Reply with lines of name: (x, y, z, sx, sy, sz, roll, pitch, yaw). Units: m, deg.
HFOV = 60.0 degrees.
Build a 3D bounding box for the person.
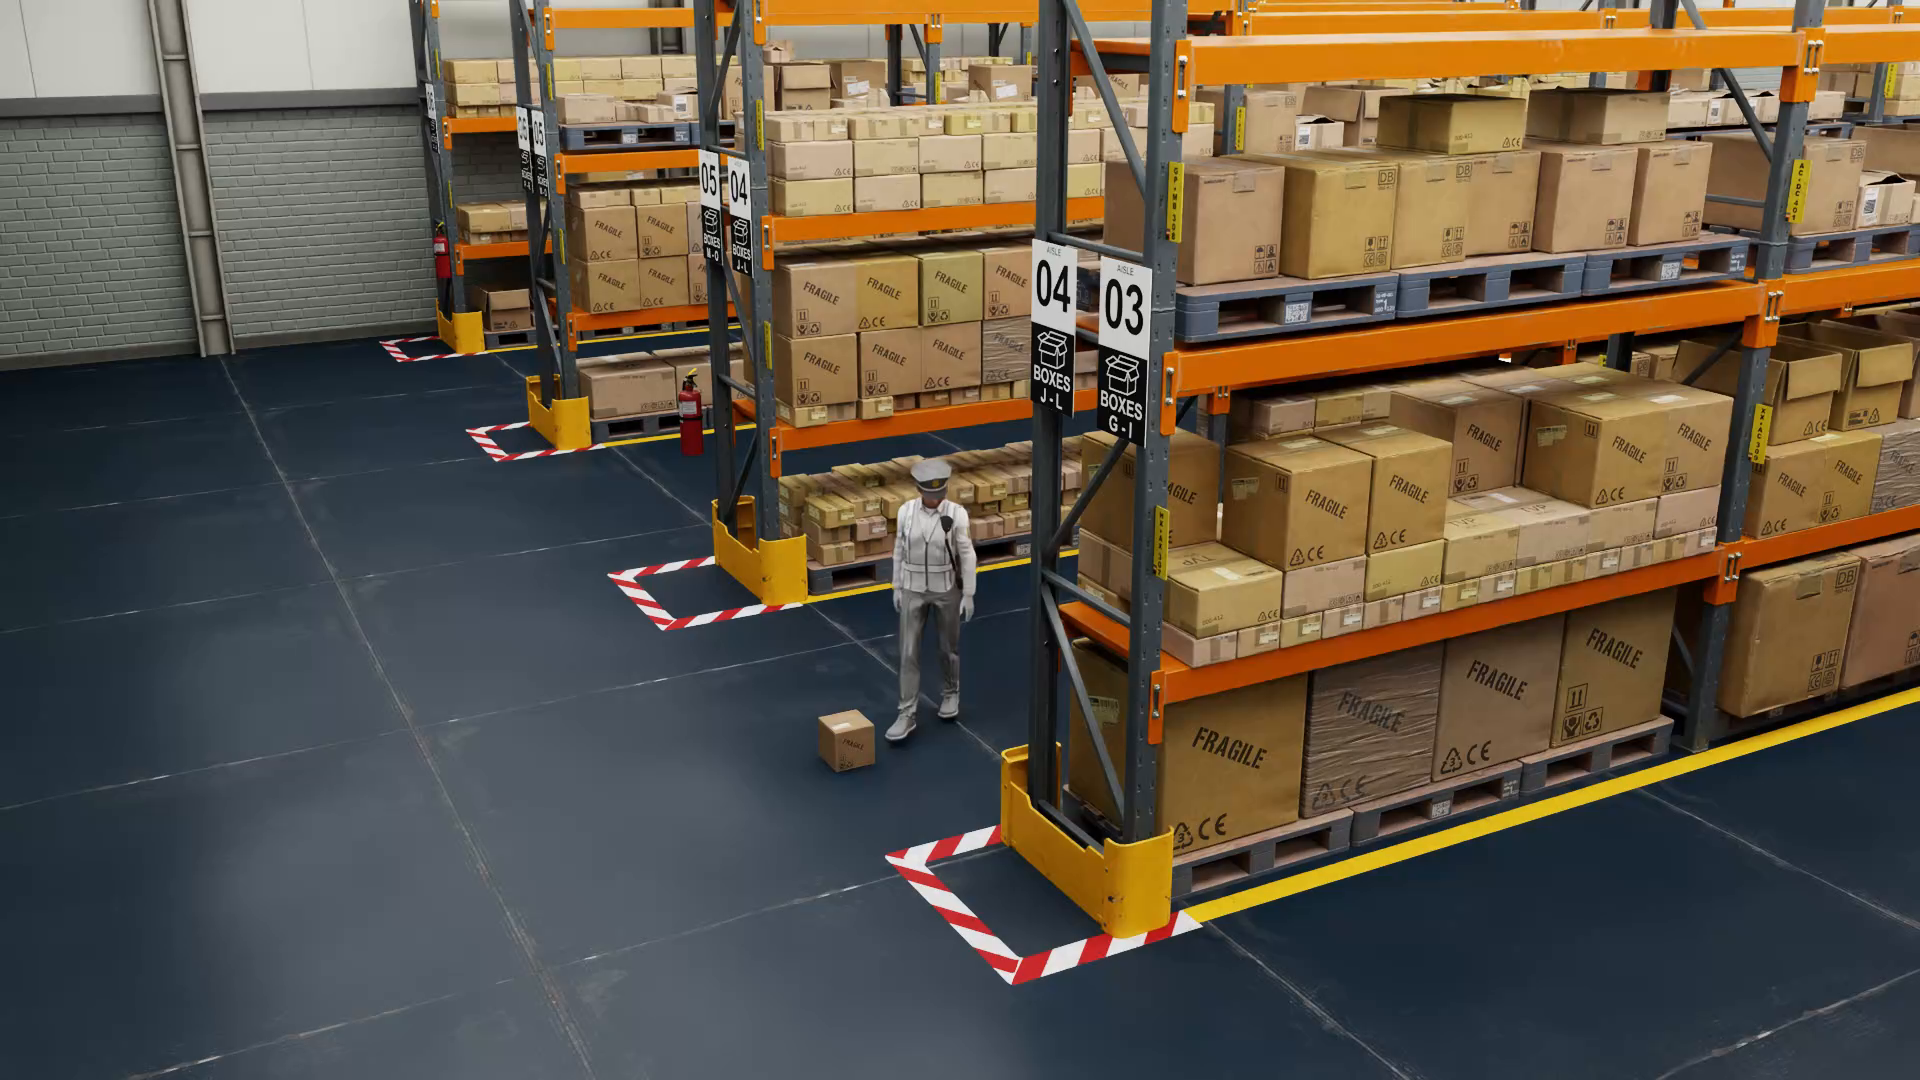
person: (-0.177, 0.352, 9.960, 0.524, 1.649, 0.704, 3, 19, 8)
